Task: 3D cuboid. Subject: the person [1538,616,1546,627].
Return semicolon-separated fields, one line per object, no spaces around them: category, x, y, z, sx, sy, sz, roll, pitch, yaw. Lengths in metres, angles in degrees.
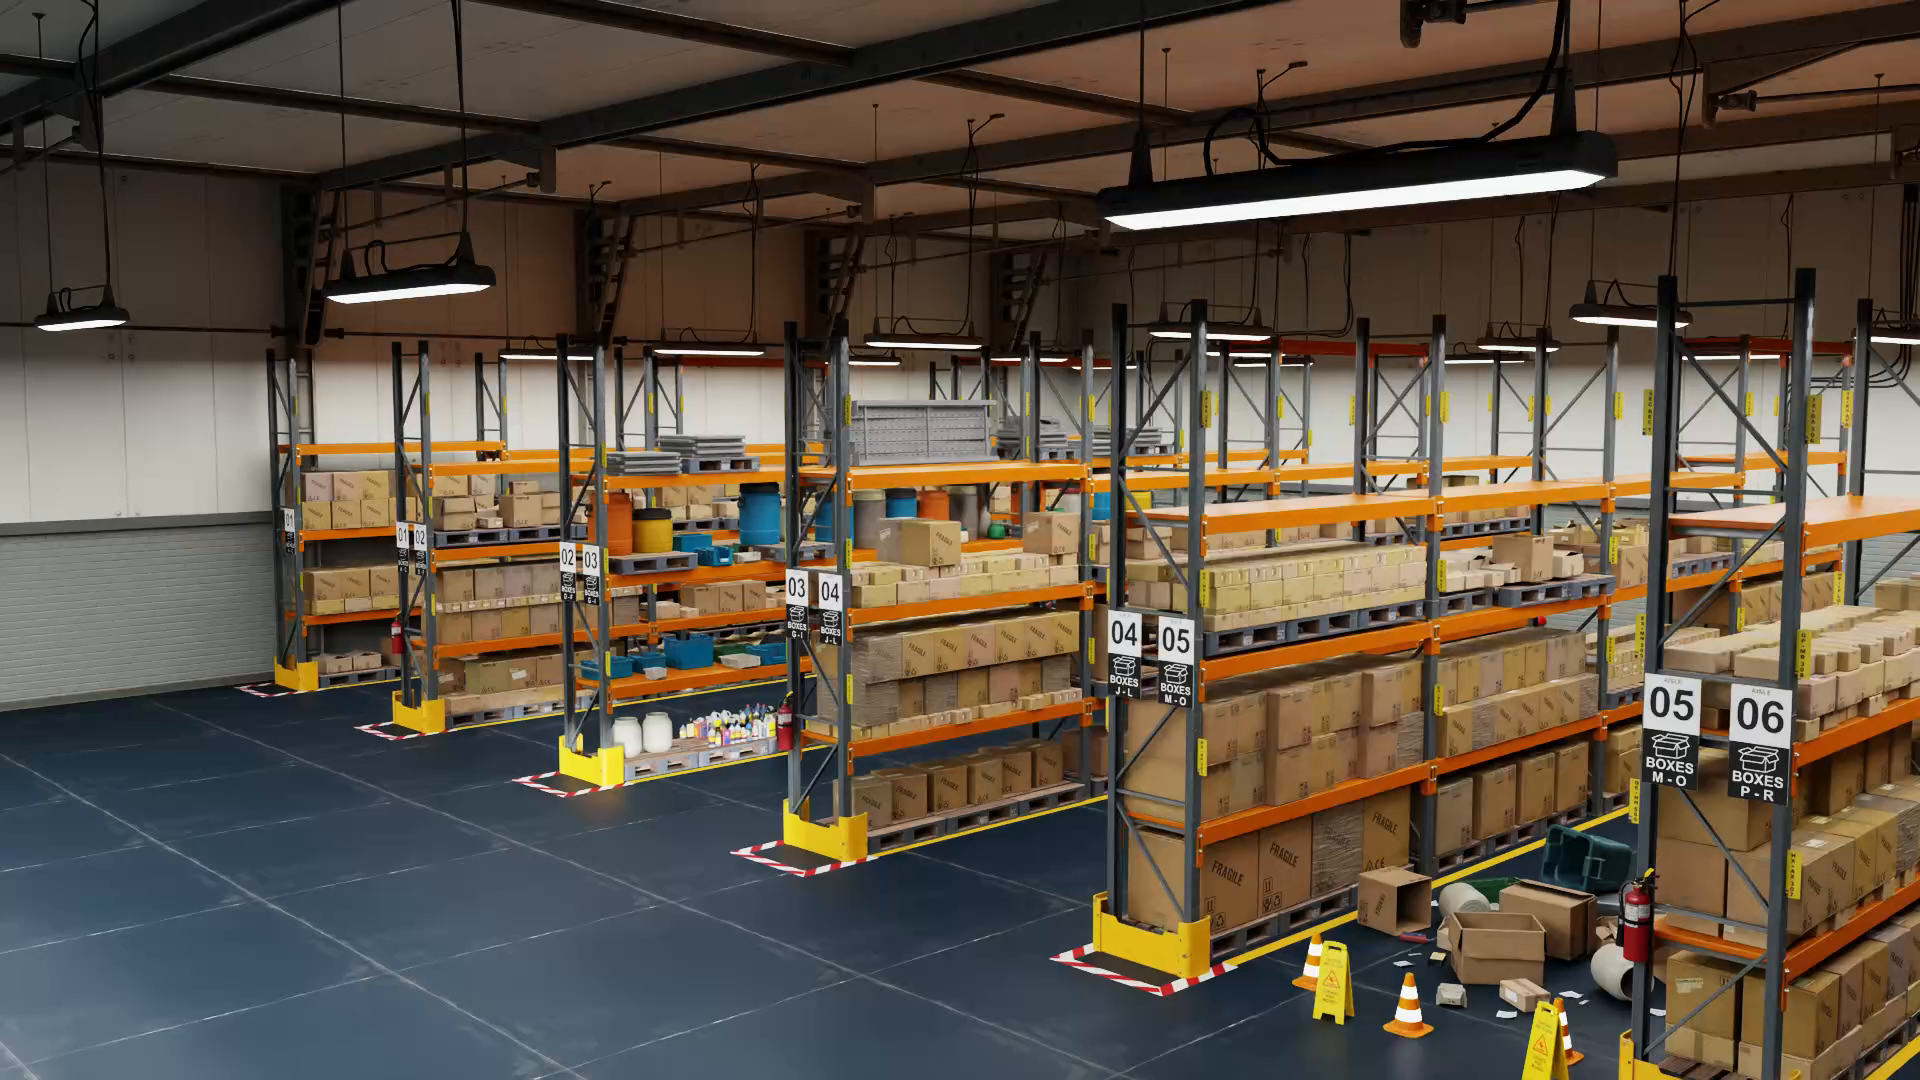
person;8.888;2.037;25.831;0.504;1.787;0.575;3;6;34
